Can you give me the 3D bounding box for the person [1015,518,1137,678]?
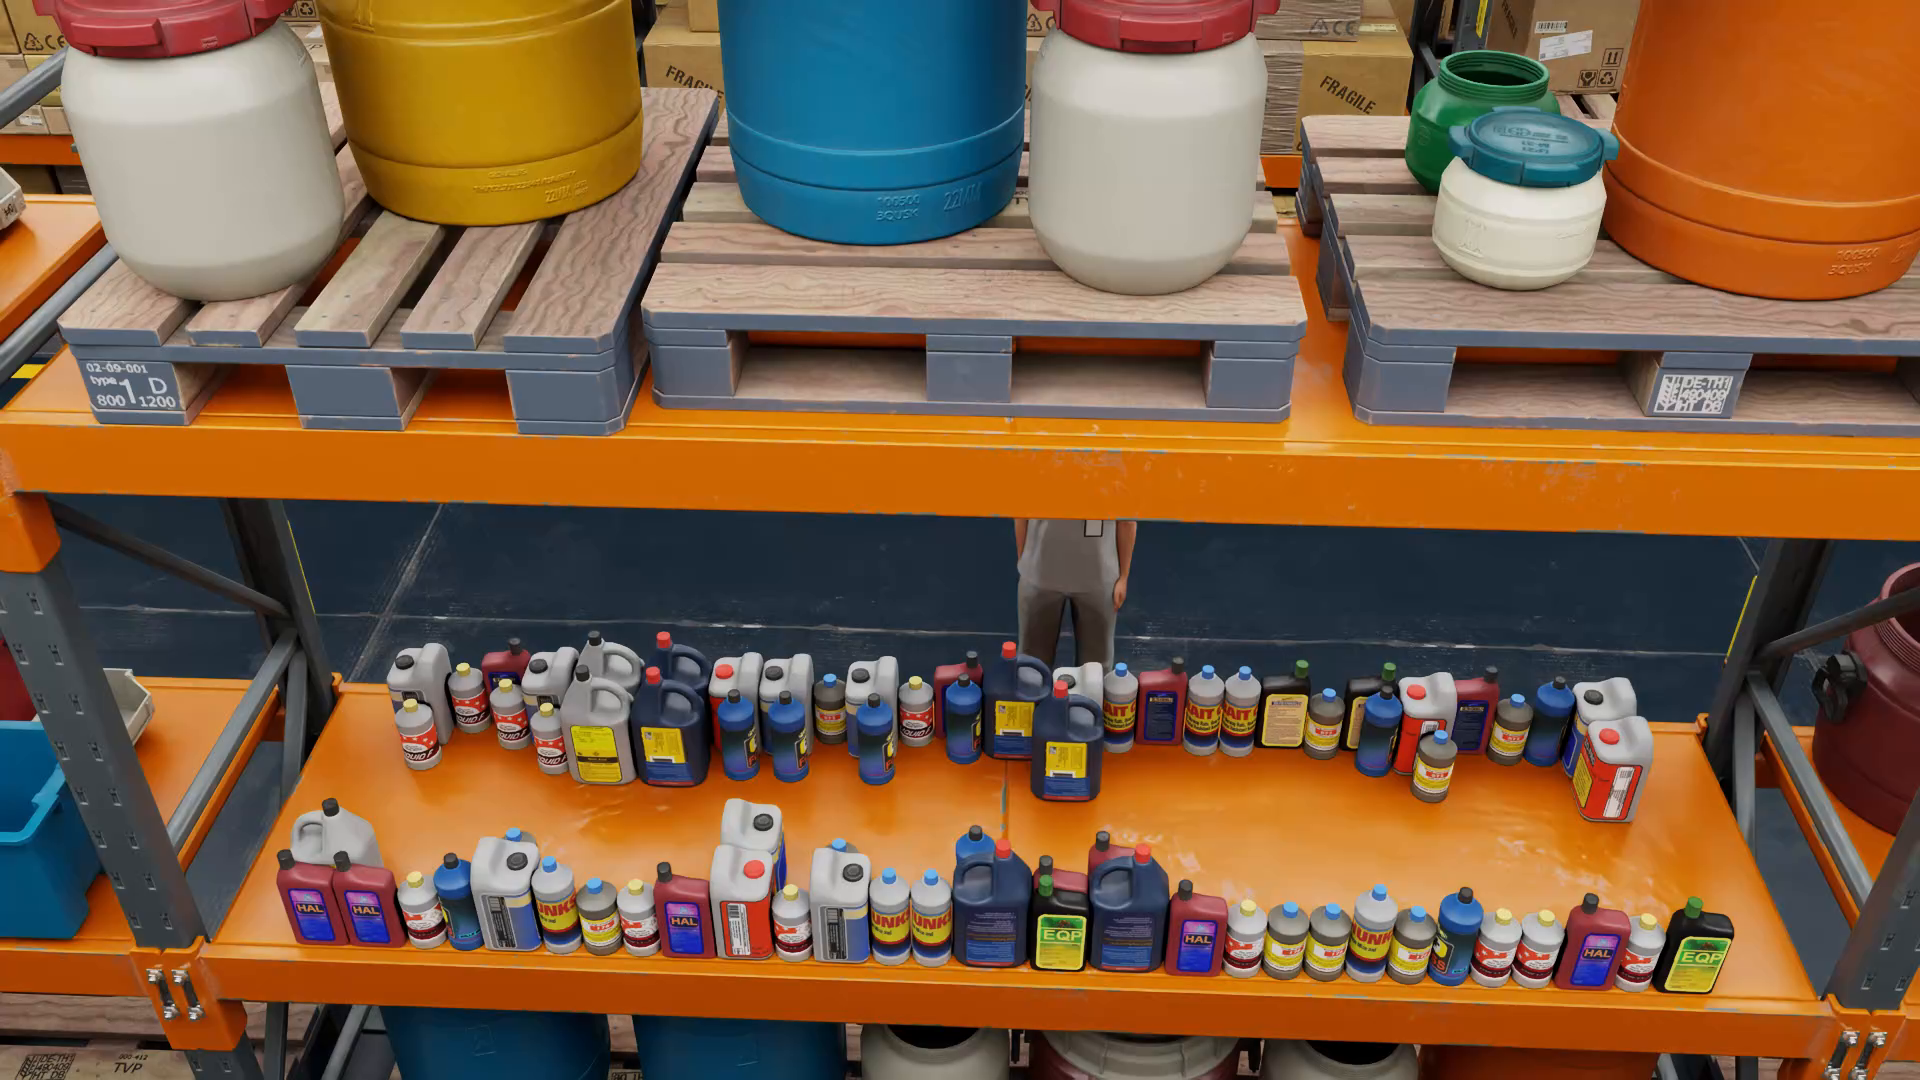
[{"bbox_3d":[0.404,0.121,5.994,0.437,1.674,0.365,2,36,3],"label":"person"}]
